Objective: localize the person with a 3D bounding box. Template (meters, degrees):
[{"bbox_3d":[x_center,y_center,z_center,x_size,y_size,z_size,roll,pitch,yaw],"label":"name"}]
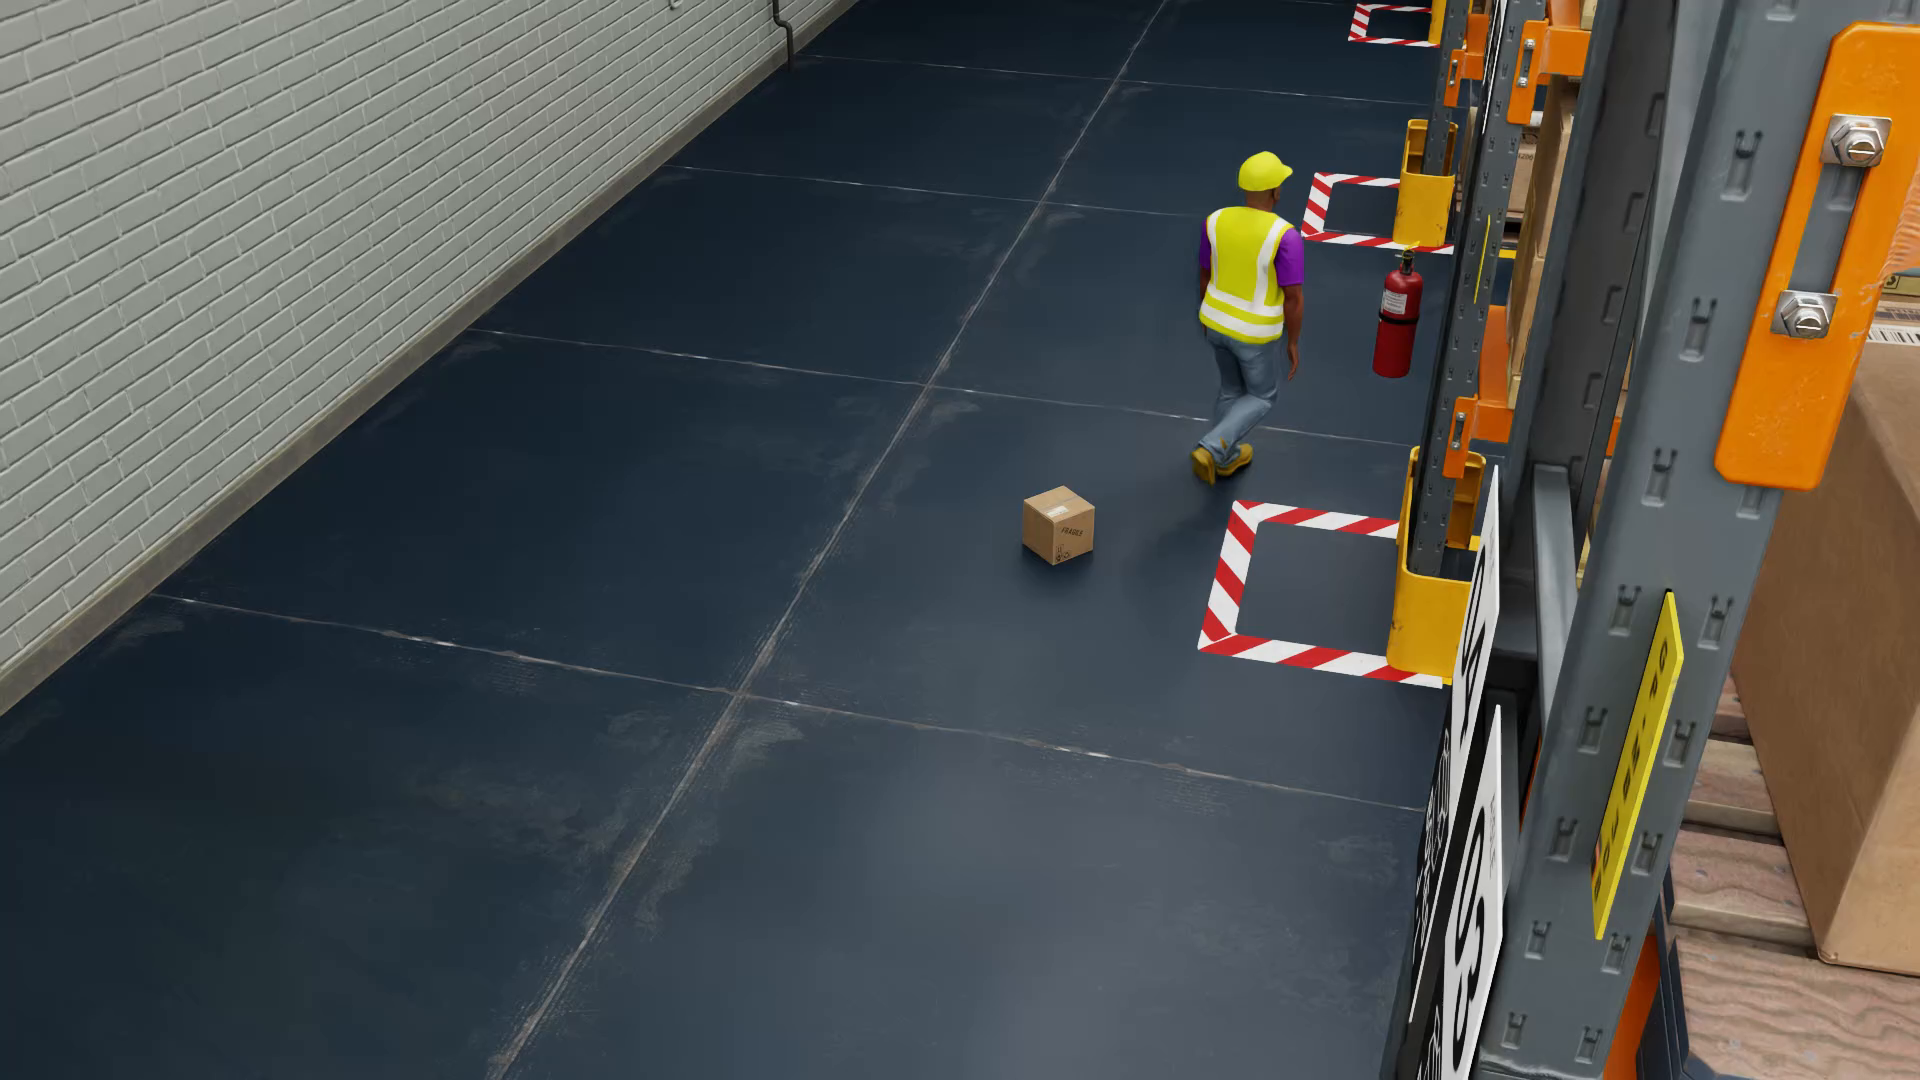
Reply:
[{"bbox_3d":[1.395,-1.013,8.219,0.662,1.701,0.687,25,40,34],"label":"person"}]
